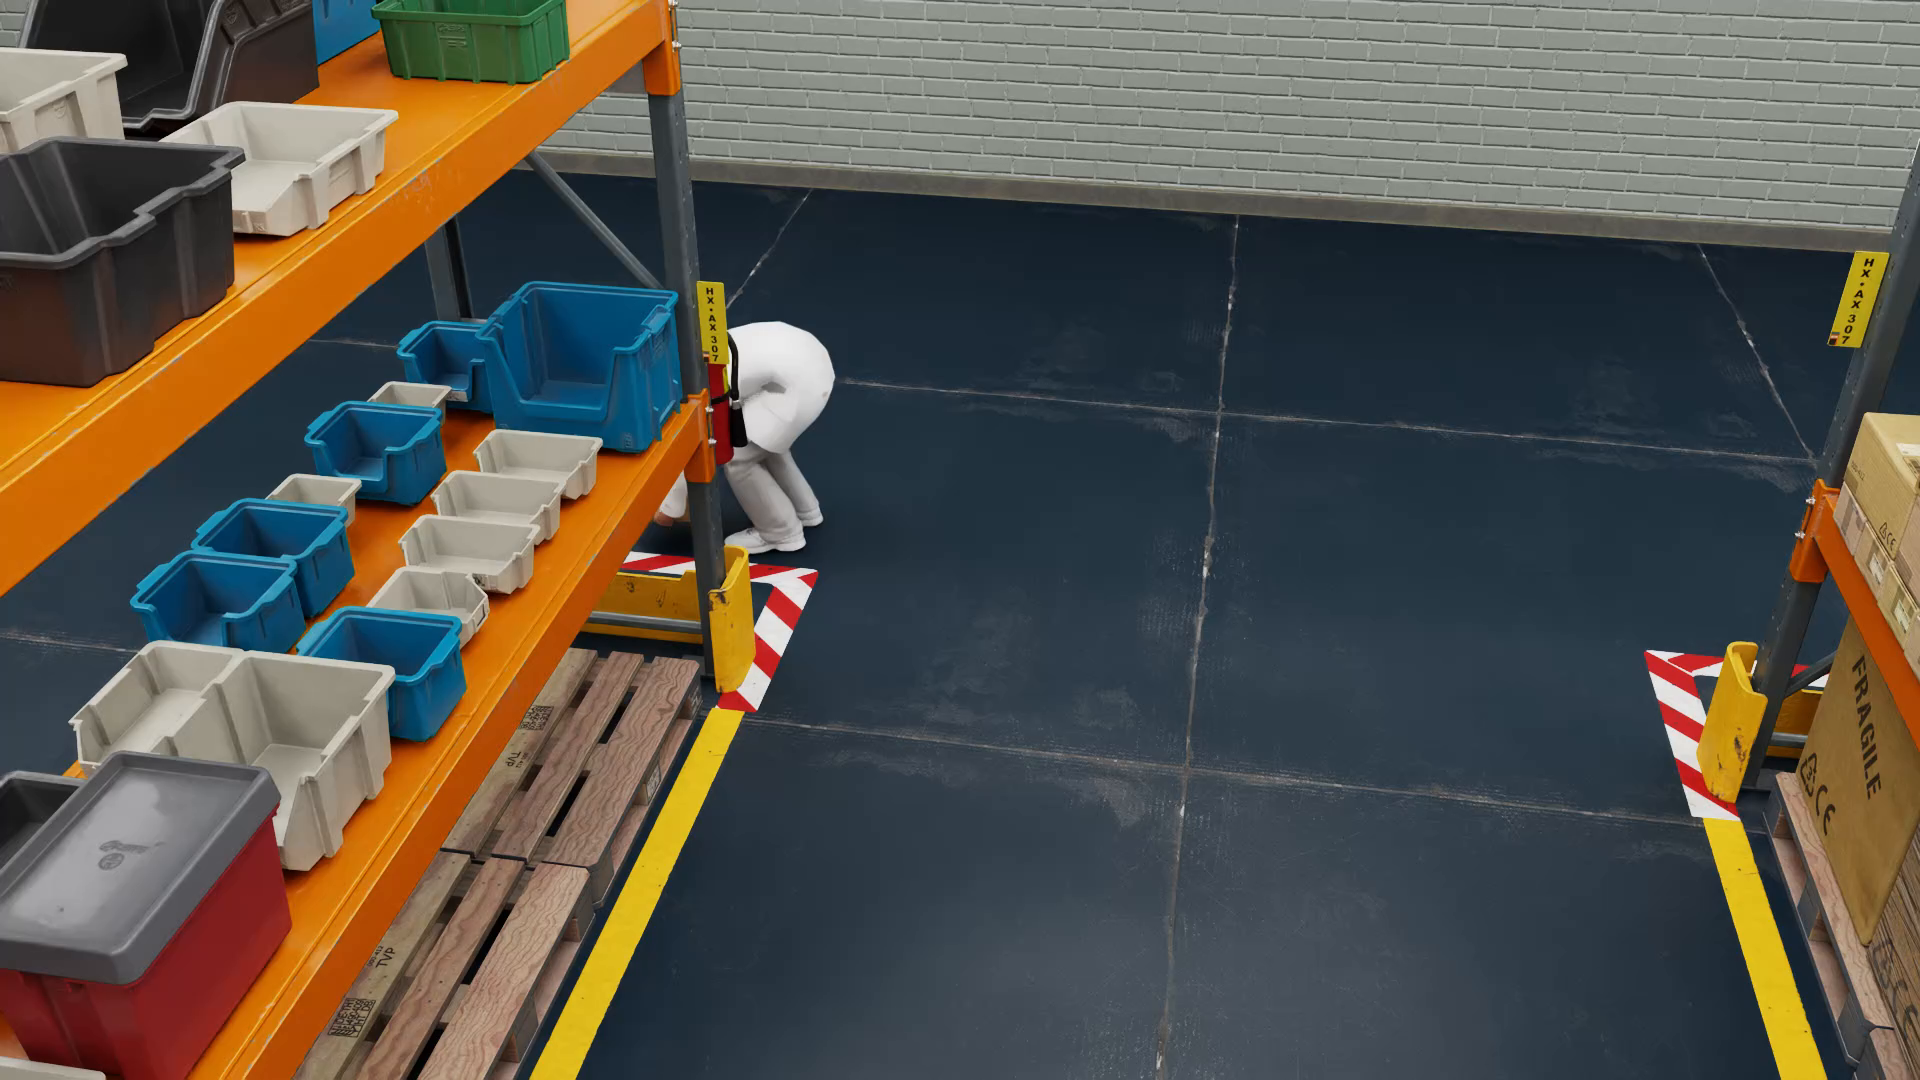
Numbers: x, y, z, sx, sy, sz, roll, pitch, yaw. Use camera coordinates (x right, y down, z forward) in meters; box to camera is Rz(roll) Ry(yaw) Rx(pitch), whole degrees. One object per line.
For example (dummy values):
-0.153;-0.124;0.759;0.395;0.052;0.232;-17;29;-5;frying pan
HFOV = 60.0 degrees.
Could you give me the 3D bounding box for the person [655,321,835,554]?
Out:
-1.034;-0.476;7.584;0.946;1.066;0.576;1;32;1;person
